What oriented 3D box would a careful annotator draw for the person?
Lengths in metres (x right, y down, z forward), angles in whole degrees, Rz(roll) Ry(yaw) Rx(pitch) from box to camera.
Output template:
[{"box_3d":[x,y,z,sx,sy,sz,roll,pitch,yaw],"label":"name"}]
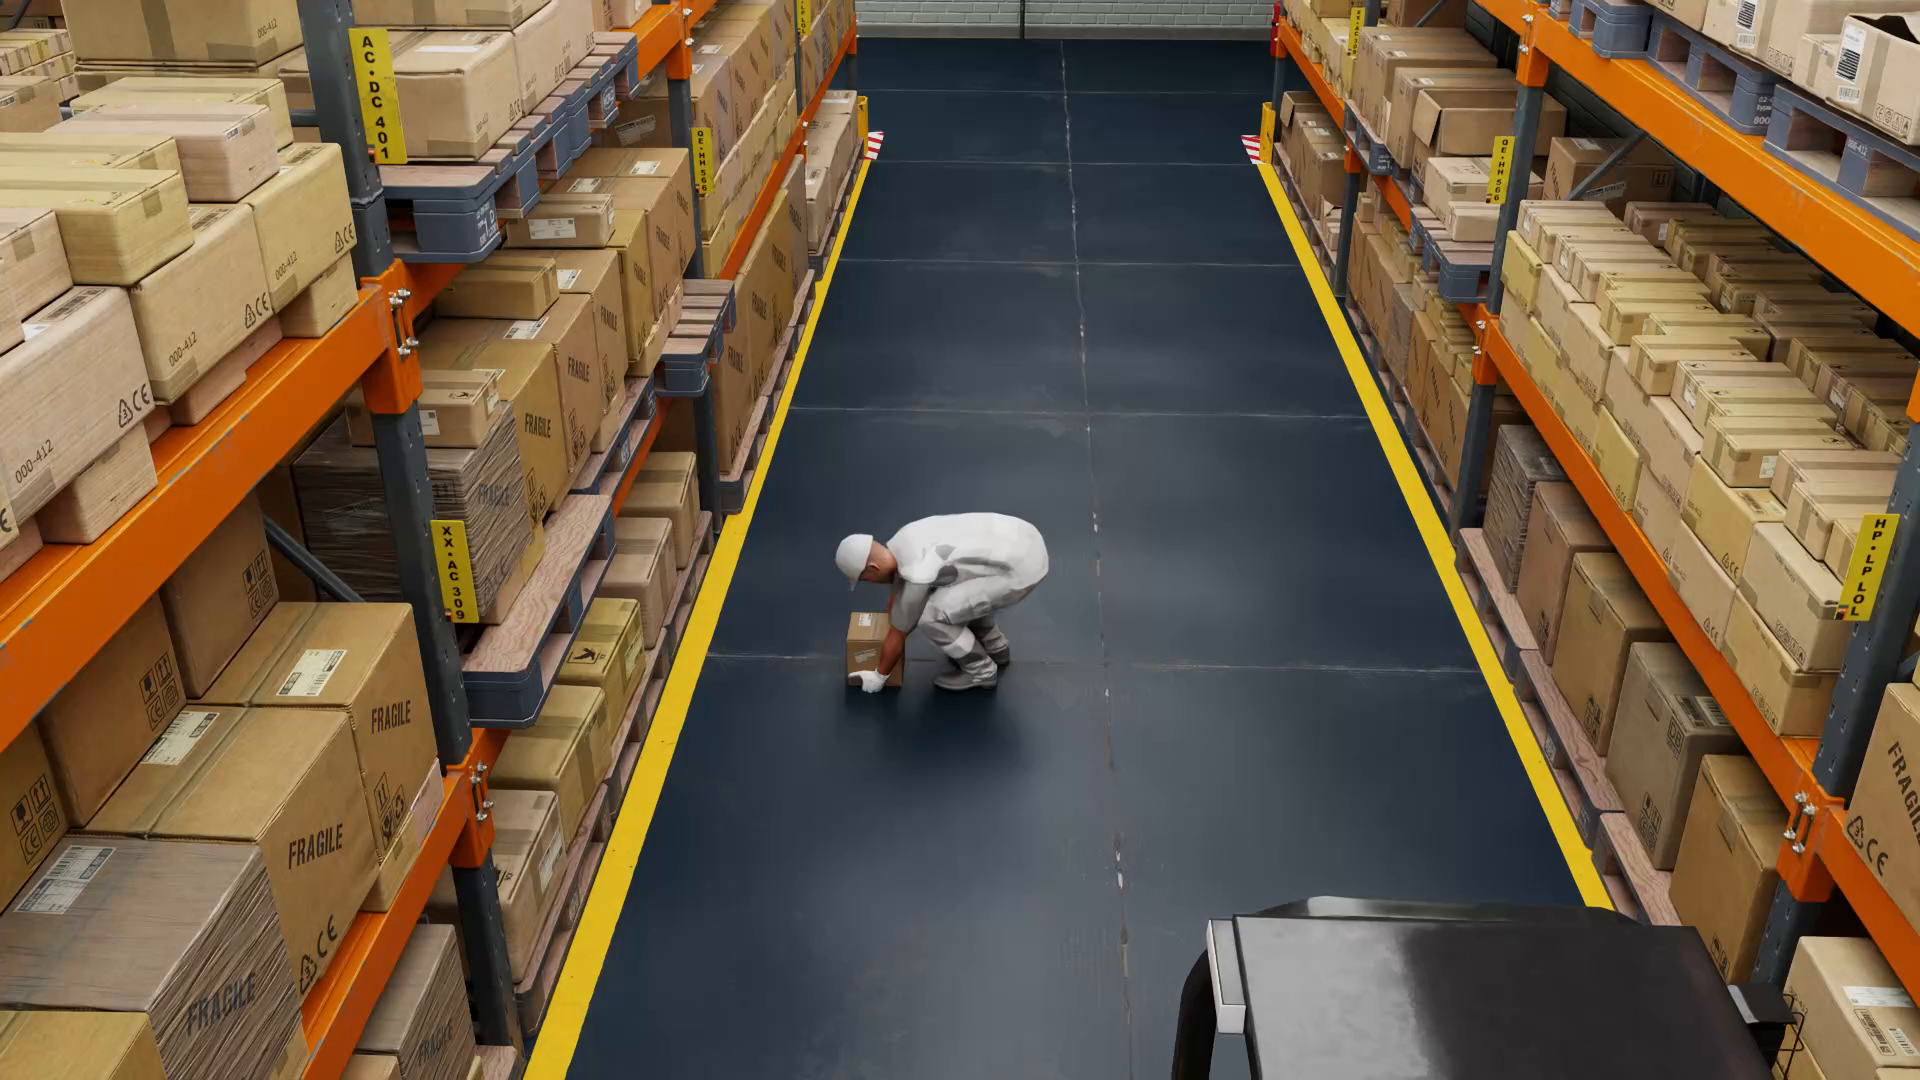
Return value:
[{"box_3d":[-0.079,0.280,7.646,0.966,0.830,0.516,0,28,0],"label":"person"}]
